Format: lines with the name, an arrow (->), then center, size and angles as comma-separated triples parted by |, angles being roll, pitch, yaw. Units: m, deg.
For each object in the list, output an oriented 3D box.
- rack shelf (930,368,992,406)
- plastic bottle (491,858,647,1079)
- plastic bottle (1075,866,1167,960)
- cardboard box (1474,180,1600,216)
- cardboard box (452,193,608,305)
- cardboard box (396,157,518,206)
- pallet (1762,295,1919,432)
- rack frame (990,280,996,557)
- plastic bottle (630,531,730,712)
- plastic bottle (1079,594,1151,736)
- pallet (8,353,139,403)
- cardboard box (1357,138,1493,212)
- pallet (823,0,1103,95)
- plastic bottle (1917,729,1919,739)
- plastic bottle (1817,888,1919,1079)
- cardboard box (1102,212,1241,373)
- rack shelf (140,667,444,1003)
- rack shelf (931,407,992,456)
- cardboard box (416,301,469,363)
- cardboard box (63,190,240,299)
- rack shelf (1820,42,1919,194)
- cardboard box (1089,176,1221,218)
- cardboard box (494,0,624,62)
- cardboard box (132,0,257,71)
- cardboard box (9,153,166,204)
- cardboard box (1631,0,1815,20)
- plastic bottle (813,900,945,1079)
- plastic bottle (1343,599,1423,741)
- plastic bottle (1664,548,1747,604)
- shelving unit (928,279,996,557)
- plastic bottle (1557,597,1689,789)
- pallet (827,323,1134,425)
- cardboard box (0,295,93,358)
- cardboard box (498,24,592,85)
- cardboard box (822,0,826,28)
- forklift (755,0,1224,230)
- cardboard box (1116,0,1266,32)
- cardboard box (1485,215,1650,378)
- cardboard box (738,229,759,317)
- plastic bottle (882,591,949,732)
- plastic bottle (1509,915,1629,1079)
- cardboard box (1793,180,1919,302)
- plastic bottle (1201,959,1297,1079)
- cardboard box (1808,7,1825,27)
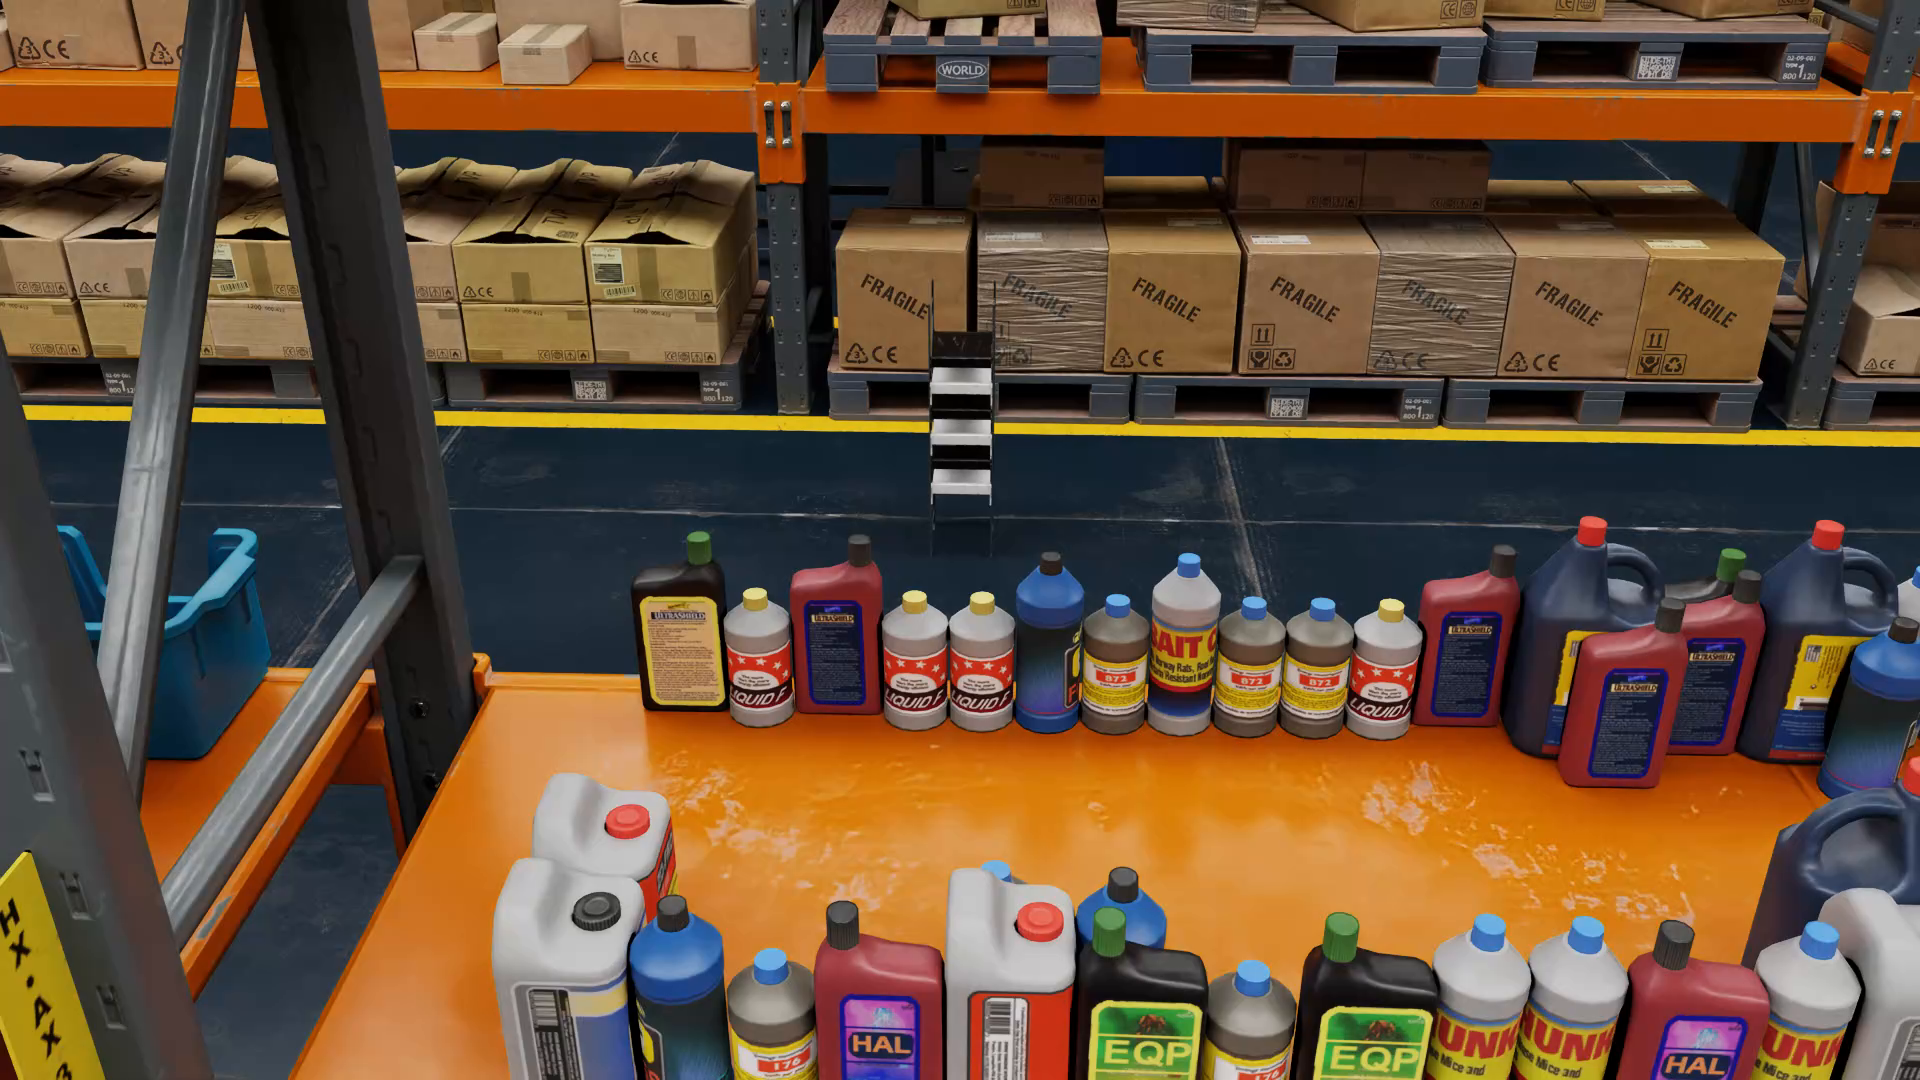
rack shelf -> 0.008, -0.527, 5.470 | 0.200, 0.077, 0.258 | 1, 28, 2
plastic bottle -> -0.409, 0.474, 1.785 | 0.135, 0.276, 0.152 | 1, 28, 2
plastic bottle -> 0.171, 0.470, 1.798 | 0.097, 0.271, 0.097 | 0, 28, 0
cardboard box -> 2.338, -1.207, 7.023 | 0.500, 0.500, 0.500 | 1, 28, 3
cardboard box -> -1.703, -1.175, 6.652 | 0.500, 0.311, 0.500 | 1, 28, 1
cardboard box -> -2.199, -1.436, 7.145 | 0.500, 0.311, 0.500 | 0, 28, 0
pallet -> 4.033, -0.747, 6.935 | 1.213, 0.211, 1.003 | 1, 28, 2
rack frame -> 0.110, -0.396, 5.536 | 0.006, 0.900, 0.240 | 1, 28, 2
plastic bottle -> -0.410, 0.120, 2.446 | 0.133, 0.283, 0.061 | 1, 28, 2
plastic bottle -> 0.227, 0.175, 2.430 | 0.097, 0.201, 0.097 | 0, 28, 0
pallet -> -3.911, -0.898, 7.218 | 1.213, 0.211, 1.003 | 1, 28, 2
cardboard box -> 1.872, -1.551, 6.872 | 0.500, 0.250, 0.500 | 1, 28, 2
pallet -> 0.029, -1.994, 6.514 | 1.003, 0.211, 1.213 | 1, 28, 2
plastic bottle -> 1.446, 0.164, 2.375 | 0.097, 0.271, 0.097 | 0, 28, 0
plastic bottle -> 0.977, 0.497, 1.742 | 0.135, 0.276, 0.152 | 1, 28, 2
cardboard box -> 0.818, -0.989, 6.613 | 0.500, 0.500, 0.500 | 1, 28, 1
rack shelf -> -2.829, 0.546, 2.286 | 4.000, 0.370, 1.077 | 1, 28, 2
rack shelf -> 0.008, -0.368, 5.555 | 0.200, 0.077, 0.258 | 1, 28, 2
cardboard box -> -2.203, -0.939, 6.807 | 0.500, 0.250, 0.500 | 2, 28, 3
cardboard box -> -3.227, -1.200, 6.699 | 0.500, 0.311, 0.500 | 0, 28, 0
rack shelf -> 5.345, -1.640, 6.410 | 4.000, 0.370, 1.077 | 1, 28, 2
cardboard box -> 0.809, -1.233, 7.073 | 0.500, 0.500, 0.500 | 0, 28, 0
cardboard box -> -1.538, -2.124, 6.648 | 0.500, 0.311, 0.500 | 1, 28, 1
cardboard box -> -2.855, -2.130, 6.460 | 0.500, 0.500, 0.500 | 1, 28, 2
cardboard box -> -3.714, -1.464, 7.197 | 0.500, 0.311, 0.500 | 2, 28, 3
cardboard box -> 2.881, -2.334, 6.394 | 0.500, 0.500, 0.700 | -8, 29, -15
plastic bottle -> -0.082, 0.498, 1.733 | 0.133, 0.283, 0.061 | 1, 28, 2
plastic bottle -> 0.616, 0.181, 2.417 | 0.097, 0.201, 0.097 | 0, 28, 0
plastic bottle -> 1.050, 0.144, 2.401 | 0.133, 0.283, 0.061 | 1, 28, 2
shelving unit -> 0.008, -0.397, 5.539 | 0.210, 0.900, 0.258 | 1, 28, 2
plastic bottle -> 0.911, 0.209, 2.278 | 0.133, 0.283, 0.061 | 1, 28, 2
pallet -> 0.094, -0.795, 7.025 | 1.213, 0.211, 1.003 | 1, 28, 2
cardboard box -> -3.744, -0.963, 6.851 | 0.500, 0.250, 0.500 | 2, 28, 3
cardboard box -> -1.560, -1.832, 6.272 | 0.250, 0.149, 0.380 | 1, 28, 2
cardboard box -> -1.202, -3.454, 11.262 | 0.500, 0.500, 0.700 | 1, 28, 3
forklift -> 0.135, -2.829, 7.957 | 3.031, 2.935, 1.130 | 1, 28, 3
cardboard box -> 0.889, -2.225, 6.190 | 0.500, 0.500, 0.700 | 6, 29, 11
cardboard box -> 2.349, -0.967, 6.571 | 0.500, 0.500, 0.500 | 1, 28, 2
cardboard box -> -1.164, -1.174, 7.250 | 0.500, 0.250, 0.500 | 1, 28, 2
plastic bottle -> -0.065, 0.170, 2.439 | 0.097, 0.201, 0.097 | 0, 28, 0
plastic bottle -> 0.630, 0.506, 1.730 | 0.097, 0.271, 0.097 | 0, 28, 0
cardboard box -> 3.926, -1.205, 7.019 | 0.500, 0.500, 0.500 | 1, 28, 2
plastic bottle -> 0.302, 0.532, 1.756 | 0.097, 0.201, 0.097 | 0, 28, 0
cardboard box -> 5.276, -3.311, 11.015 | 0.500, 0.500, 0.700 | 2, 28, 3
